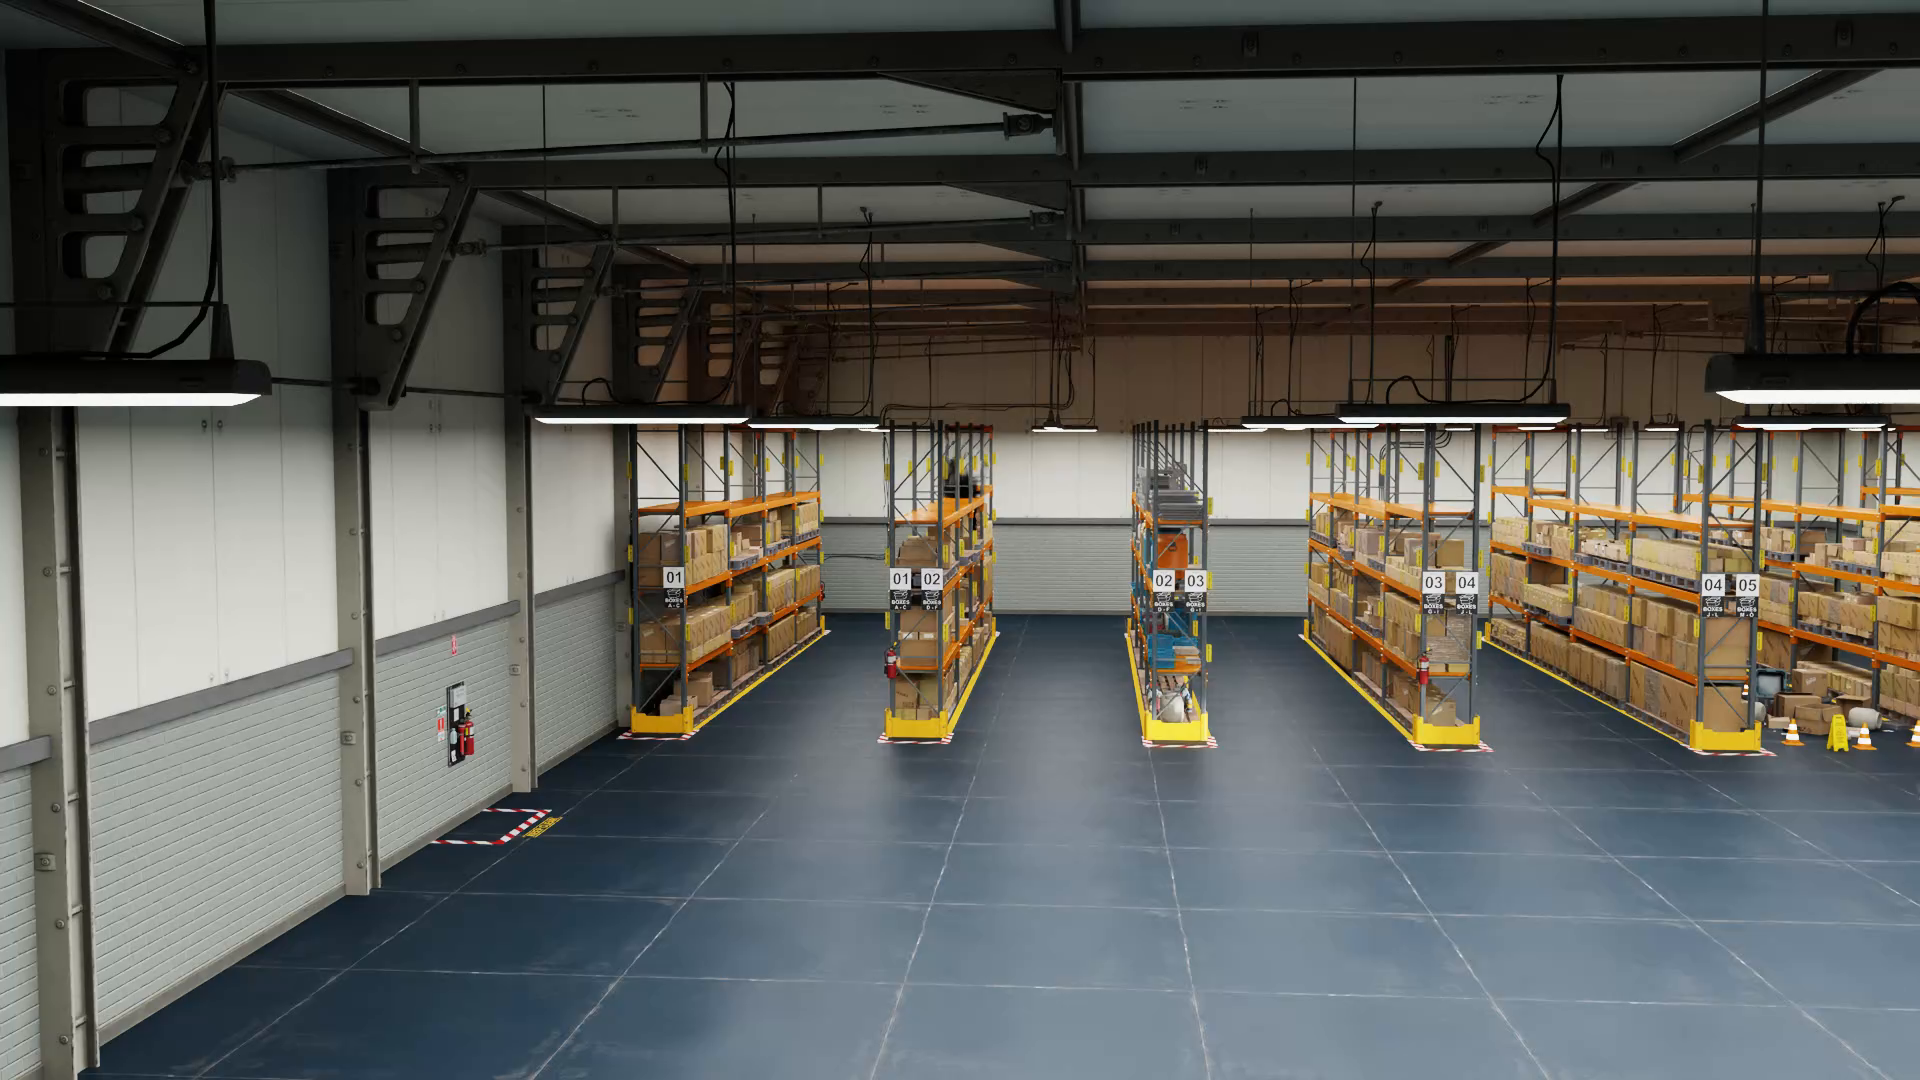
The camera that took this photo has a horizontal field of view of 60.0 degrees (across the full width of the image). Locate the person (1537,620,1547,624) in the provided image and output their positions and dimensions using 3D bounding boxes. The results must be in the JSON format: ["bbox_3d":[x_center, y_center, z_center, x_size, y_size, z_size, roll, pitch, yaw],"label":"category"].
[{"bbox_3d":[16.418,1.904,46.783,0.712,1.718,0.766,-2,4,-28],"label":"person"}]
